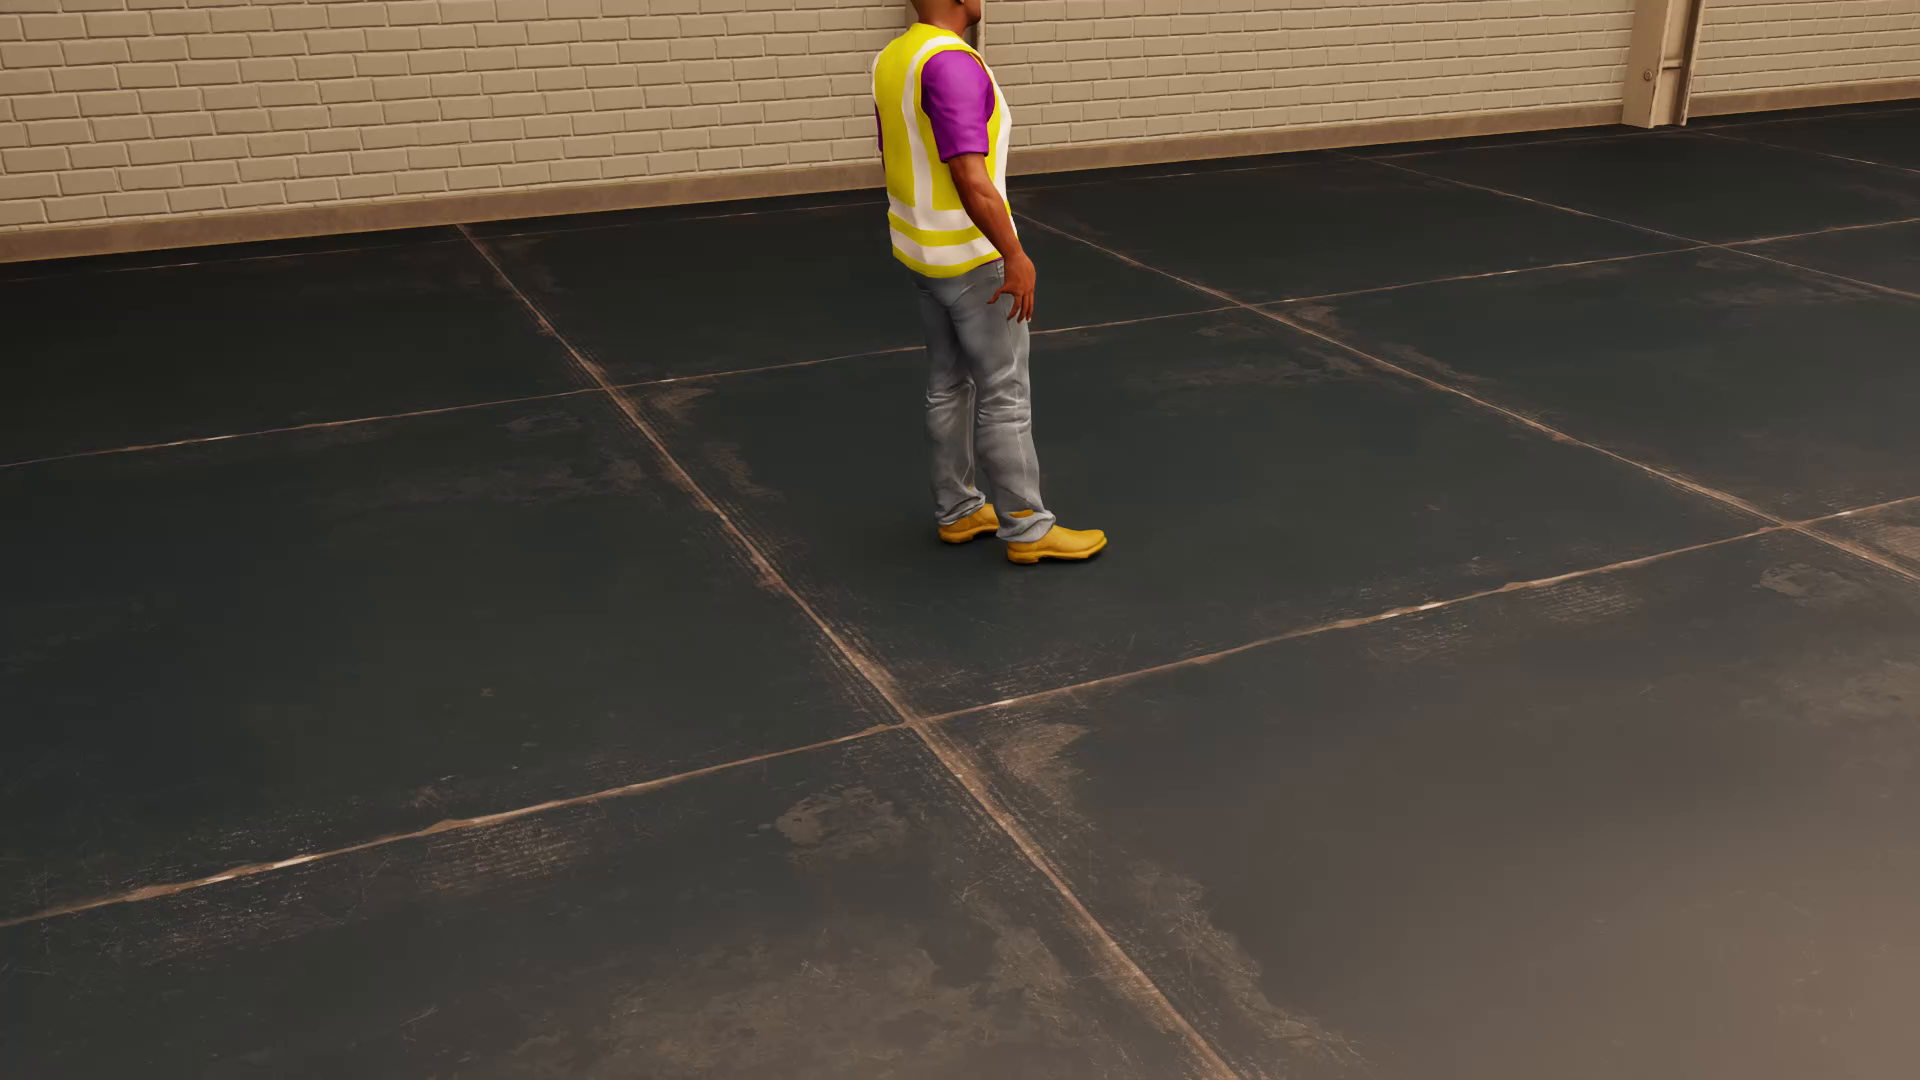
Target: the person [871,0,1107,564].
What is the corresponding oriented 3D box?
[{"bbox_3d":[0.065,-0.832,4.787,0.577,1.765,0.665,-10,25,-23],"label":"person"}]
